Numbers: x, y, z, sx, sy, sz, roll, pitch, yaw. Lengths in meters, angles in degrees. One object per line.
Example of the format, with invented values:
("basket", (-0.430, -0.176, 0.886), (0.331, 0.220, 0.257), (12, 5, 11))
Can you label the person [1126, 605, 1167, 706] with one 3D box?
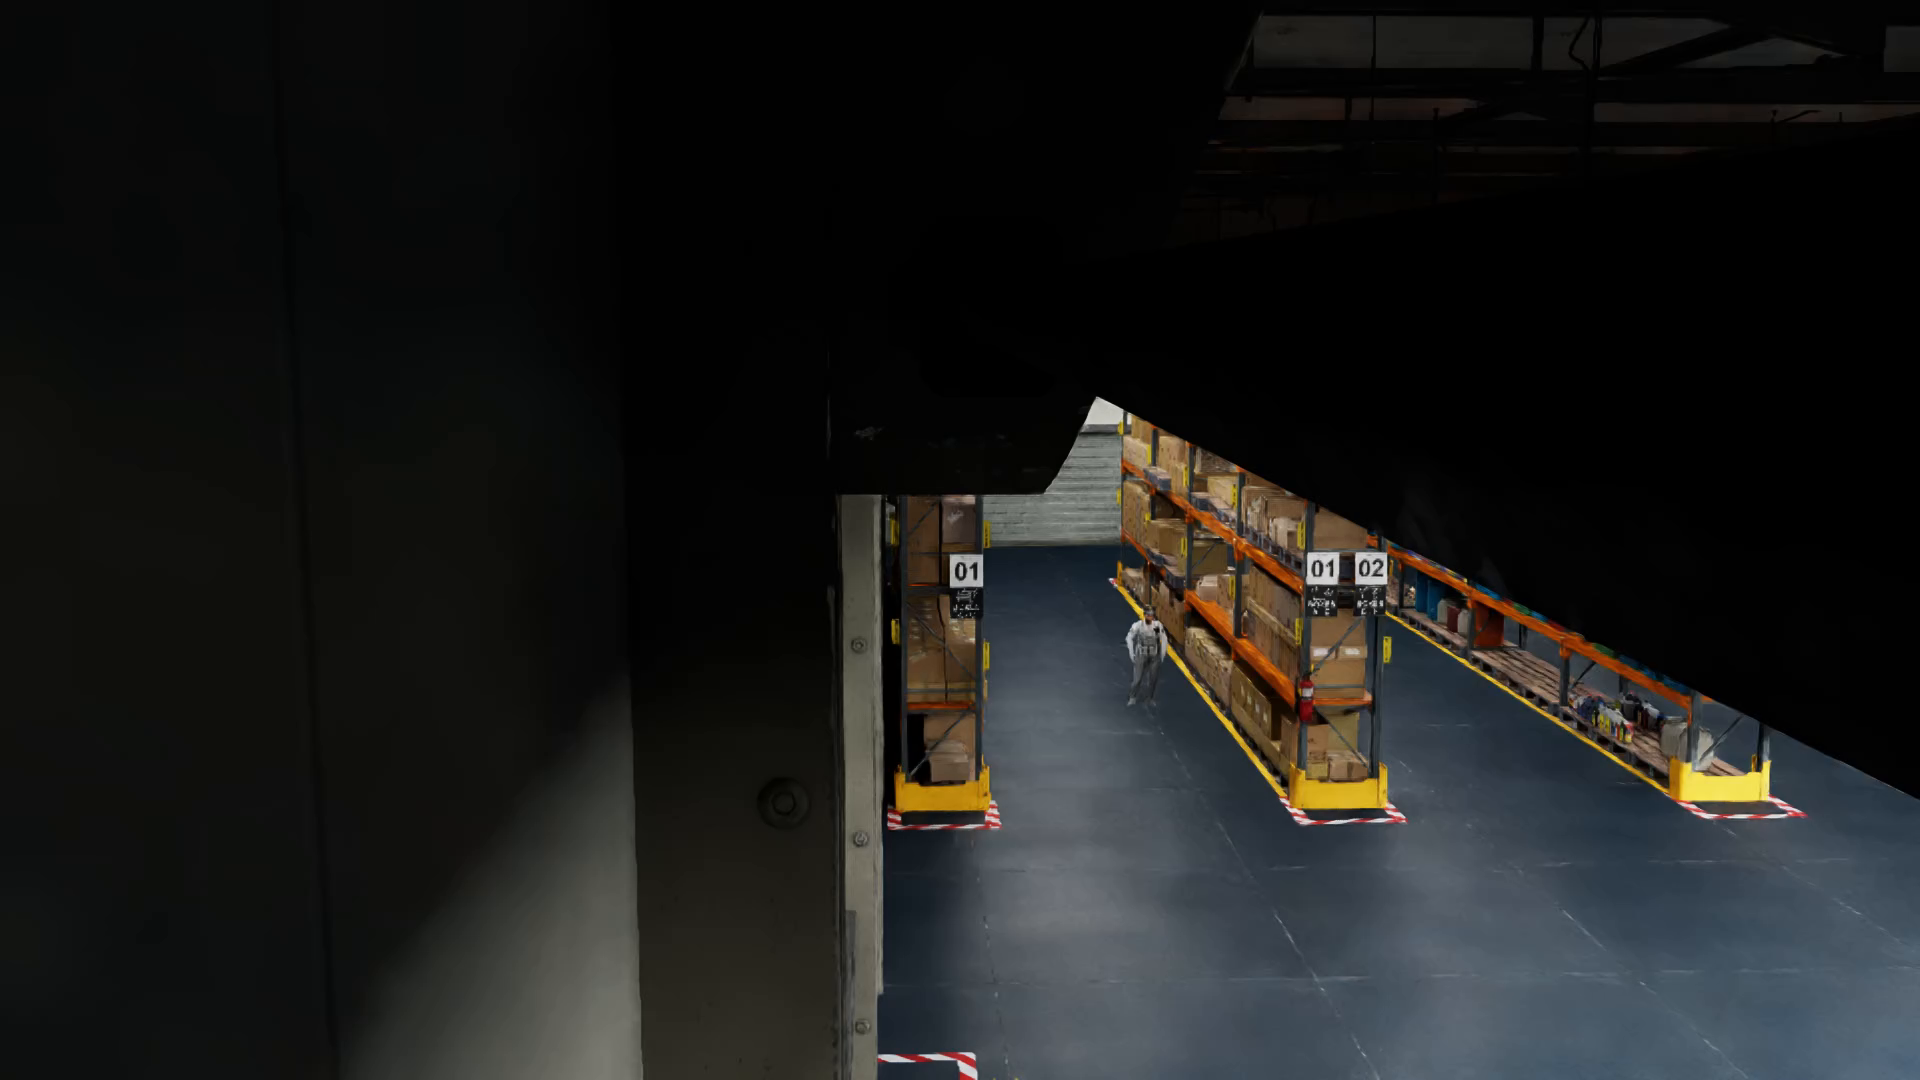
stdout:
("person", (2.874, 1.773, 25.620), (0.639, 1.620, 0.498), (-1, 8, -4))
